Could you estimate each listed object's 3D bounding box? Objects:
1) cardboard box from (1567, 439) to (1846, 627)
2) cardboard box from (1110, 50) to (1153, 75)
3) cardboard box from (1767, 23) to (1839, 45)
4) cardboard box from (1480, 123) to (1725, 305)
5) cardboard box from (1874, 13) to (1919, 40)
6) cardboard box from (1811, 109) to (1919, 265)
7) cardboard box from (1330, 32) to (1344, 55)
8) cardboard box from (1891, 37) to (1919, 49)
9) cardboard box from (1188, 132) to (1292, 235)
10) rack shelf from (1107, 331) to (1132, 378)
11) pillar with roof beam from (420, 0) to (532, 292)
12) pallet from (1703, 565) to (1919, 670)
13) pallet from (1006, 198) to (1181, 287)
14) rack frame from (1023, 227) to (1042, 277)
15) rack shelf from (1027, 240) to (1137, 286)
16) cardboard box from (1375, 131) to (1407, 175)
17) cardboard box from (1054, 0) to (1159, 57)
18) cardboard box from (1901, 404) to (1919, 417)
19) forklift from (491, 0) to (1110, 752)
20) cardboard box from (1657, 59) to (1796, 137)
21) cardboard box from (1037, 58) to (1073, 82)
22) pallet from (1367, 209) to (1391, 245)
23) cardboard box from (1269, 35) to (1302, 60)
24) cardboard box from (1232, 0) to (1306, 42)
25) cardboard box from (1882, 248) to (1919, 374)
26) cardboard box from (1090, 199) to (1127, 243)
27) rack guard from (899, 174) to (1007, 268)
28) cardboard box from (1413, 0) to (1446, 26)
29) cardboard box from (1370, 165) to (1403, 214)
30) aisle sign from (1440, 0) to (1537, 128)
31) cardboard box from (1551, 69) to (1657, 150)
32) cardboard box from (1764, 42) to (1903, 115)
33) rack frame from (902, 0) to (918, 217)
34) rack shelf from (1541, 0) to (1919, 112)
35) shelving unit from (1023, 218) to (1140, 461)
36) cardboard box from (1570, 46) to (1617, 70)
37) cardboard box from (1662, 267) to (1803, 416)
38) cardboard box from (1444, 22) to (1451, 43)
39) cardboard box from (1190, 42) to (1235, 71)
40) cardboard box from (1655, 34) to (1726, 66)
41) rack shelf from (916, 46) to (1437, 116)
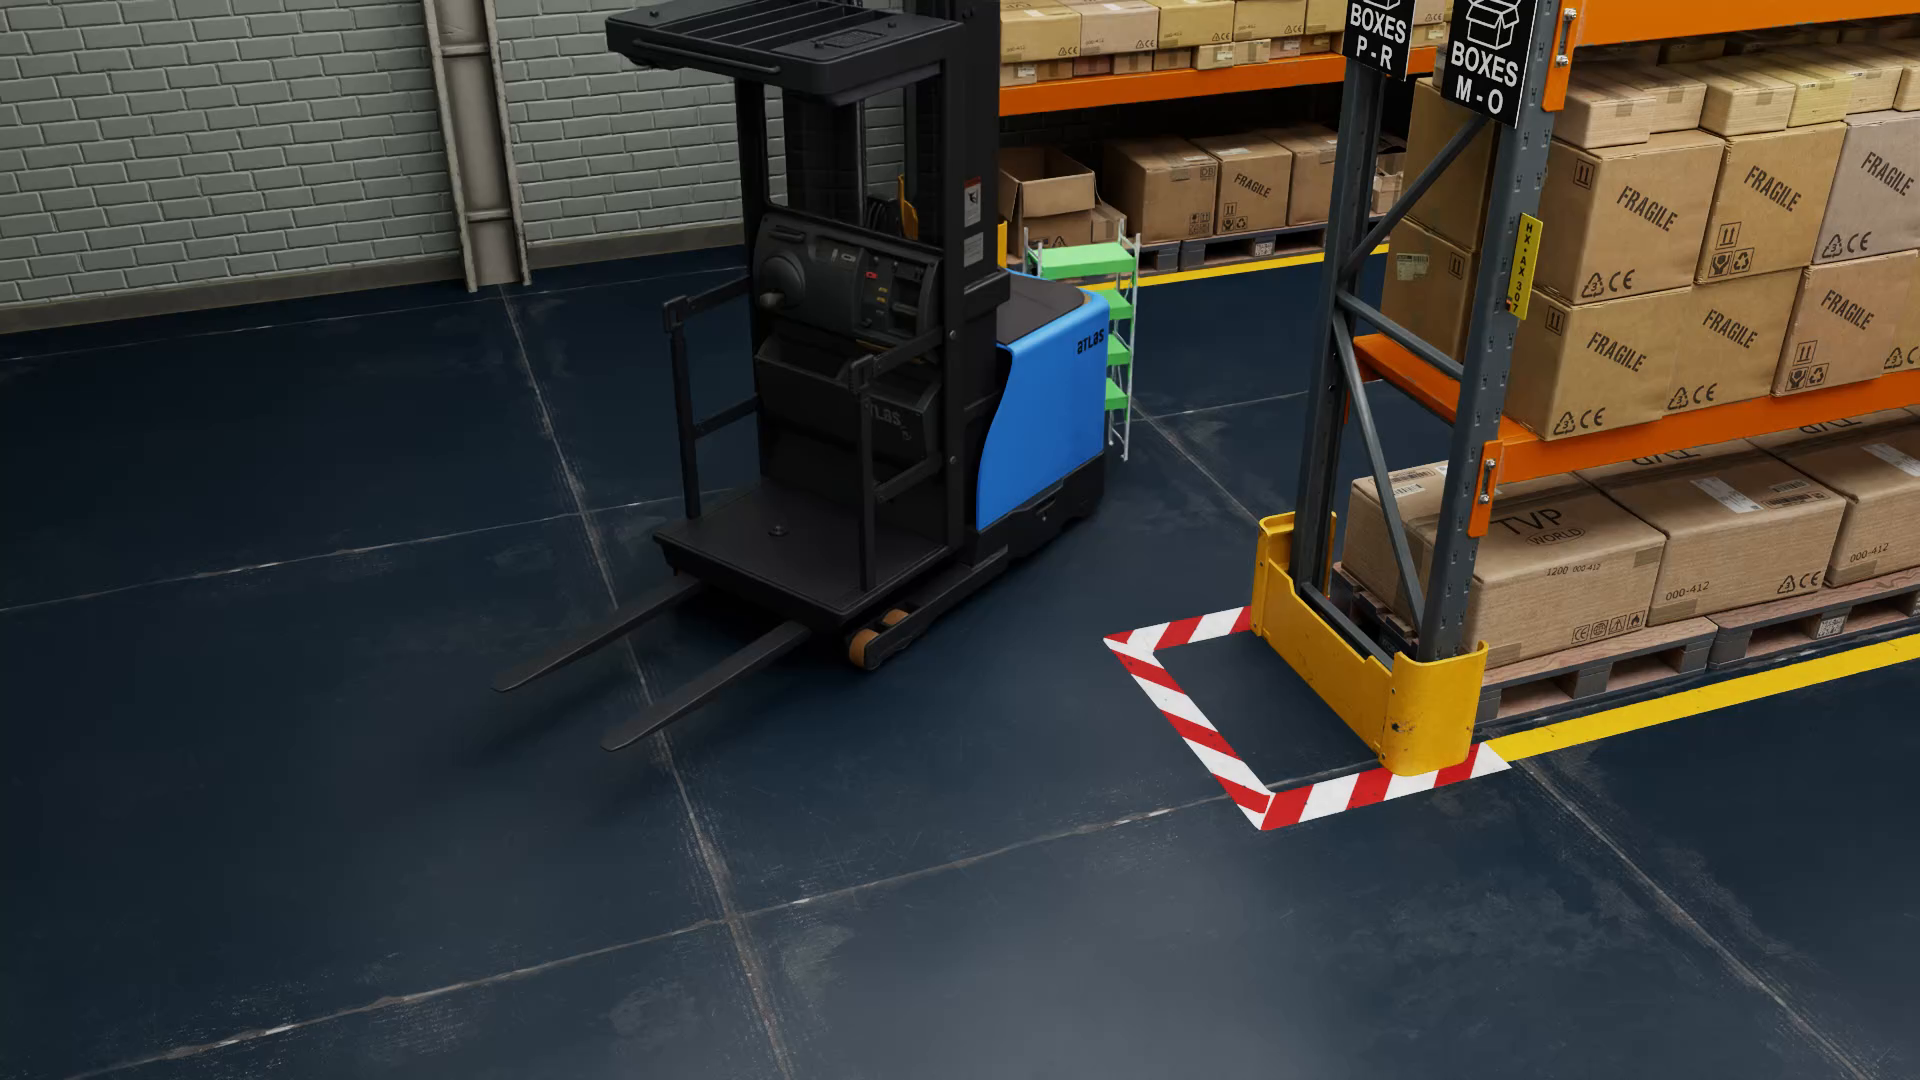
[{"bbox_3d":[3.043,-0.107,7.072,0.875,0.438,0.875,-10,31,-16],"label":"cardboard box"},{"bbox_3d":[0.989,-2.981,10.205,0.250,0.149,0.380,-9,31,-16],"label":"cardboard box"},{"bbox_3d":[3.048,-1.876,6.247,0.250,0.149,0.380,-10,31,-16],"label":"cardboard box"},{"bbox_3d":[2.154,-1.145,5.618,0.500,0.500,0.500,-11,32,-19],"label":"cardboard box"},{"bbox_3d":[3.533,-1.978,6.425,0.250,0.149,0.380,-10,31,-17],"label":"cardboard box"},{"bbox_3d":[3.115,-1.329,5.942,0.500,0.500,0.500,-11,31,-18],"label":"cardboard box"},{"bbox_3d":[2.452,-3.226,10.637,0.250,0.149,0.380,-11,31,-18],"label":"cardboard box"},{"bbox_3d":[3.502,-1.657,5.861,0.250,0.149,0.380,-11,32,-19],"label":"cardboard box"},{"bbox_3d":[1.822,-2.351,10.947,0.500,0.500,0.500,-10,31,-17],"label":"cardboard box"},{"bbox_3d":[0.577,-0.894,8.234,0.480,0.148,0.258,-8,30,-14],"label":"rack shelf"},{"bbox_3d":[-1.470,-3.580,4.944,0.400,9.000,9.100,-10,31,-18],"label":"pillar with roof beam"},{"bbox_3d":[3.468,0.113,7.339,1.213,0.211,1.003,-10,31,-18],"label":"pallet"},{"bbox_3d":[0.688,-1.958,10.973,1.213,0.211,1.003,-10,31,-18],"label":"pallet"},{"bbox_3d":[0.343,-0.917,8.144,0.015,1.200,0.240,-8,30,-14],"label":"rack frame"},{"bbox_3d":[0.578,-1.312,7.998,0.480,0.148,0.258,-8,30,-14],"label":"rack shelf"},{"bbox_3d":[2.918,-2.719,11.783,0.500,0.311,0.500,-9,31,-16],"label":"cardboard box"},{"bbox_3d":[0.862,-3.123,10.052,0.500,0.250,0.500,-10,31,-17],"label":"cardboard box"},{"bbox_3d":[4.728,-0.417,7.616,0.875,0.438,0.875,-11,31,-18],"label":"cardboard box"},{"bbox_3d":[-0.600,-1.016,6.573,1.130,2.935,3.031,21,36,32],"label":"forklift"},{"bbox_3d":[2.538,-1.478,5.549,0.250,0.149,0.380,-9,31,-16],"label":"cardboard box"},{"bbox_3d":[0.496,-2.904,10.071,0.250,0.149,0.380,-10,31,-16],"label":"cardboard box"},{"bbox_3d":[2.975,-2.379,11.713,1.213,0.211,1.003,-10,31,-18],"label":"pallet"},{"bbox_3d":[1.956,-3.169,10.536,0.250,0.149,0.380,-11,31,-18],"label":"cardboard box"},{"bbox_3d":[1.808,-3.310,10.381,0.500,0.250,0.500,-11,32,-19],"label":"cardboard box"},{"bbox_3d":[3.566,-0.983,6.344,0.500,0.500,0.500,-9,31,-16],"label":"cardboard box"},{"bbox_3d":[0.888,-2.079,10.825,0.250,0.149,0.380,-12,32,-20],"label":"cardboard box"},{"bbox_3d":[-0.058,-1.945,10.659,0.348,0.500,1.175,-10,31,-18],"label":"rack guard"},{"bbox_3d":[2.763,-3.478,10.676,0.500,0.250,0.500,-10,31,-17],"label":"cardboard box"},{"bbox_3d":[2.865,-2.409,11.286,0.258,0.266,0.396,-9,31,-16],"label":"cardboard box"},{"bbox_3d":[1.638,-1.699,5.075,0.004,0.787,0.394,-10,31,-18],"label":"aisle sign"},{"bbox_3d":[2.034,-1.409,5.426,0.250,0.149,0.380,-10,31,-17],"label":"cardboard box"},{"bbox_3d":[3.006,-1.602,5.766,0.250,0.149,0.380,-10,31,-17],"label":"cardboard box"},{"bbox_3d":[-0.130,-3.018,10.018,0.127,3.000,1.000,-10,31,-18],"label":"rack frame"},{"bbox_3d":[3.479,-2.052,6.018,4.000,0.370,1.077,-10,31,-18],"label":"rack shelf"},{"bbox_3d":[0.578,-0.950,8.203,0.503,1.200,0.258,-8,30,-14],"label":"shelving unit"},{"bbox_3d":[2.101,-1.686,5.912,0.250,0.149,0.380,-10,31,-17],"label":"cardboard box"},{"bbox_3d":[2.619,-0.809,6.039,0.500,0.500,0.500,-11,31,-18],"label":"cardboard box"},{"bbox_3d":[3.172,-3.372,10.893,0.250,0.149,0.380,-10,31,-16],"label":"cardboard box"},{"bbox_3d":[1.499,-3.038,10.306,0.250,0.149,0.380,-11,32,-19],"label":"cardboard box"},{"bbox_3d":[2.564,-1.794,6.102,0.250,0.149,0.380,-10,31,-16],"label":"cardboard box"},{"bbox_3d":[1.745,-3.051,10.802,4.000,0.370,1.077,-10,31,-18],"label":"rack shelf"}]
